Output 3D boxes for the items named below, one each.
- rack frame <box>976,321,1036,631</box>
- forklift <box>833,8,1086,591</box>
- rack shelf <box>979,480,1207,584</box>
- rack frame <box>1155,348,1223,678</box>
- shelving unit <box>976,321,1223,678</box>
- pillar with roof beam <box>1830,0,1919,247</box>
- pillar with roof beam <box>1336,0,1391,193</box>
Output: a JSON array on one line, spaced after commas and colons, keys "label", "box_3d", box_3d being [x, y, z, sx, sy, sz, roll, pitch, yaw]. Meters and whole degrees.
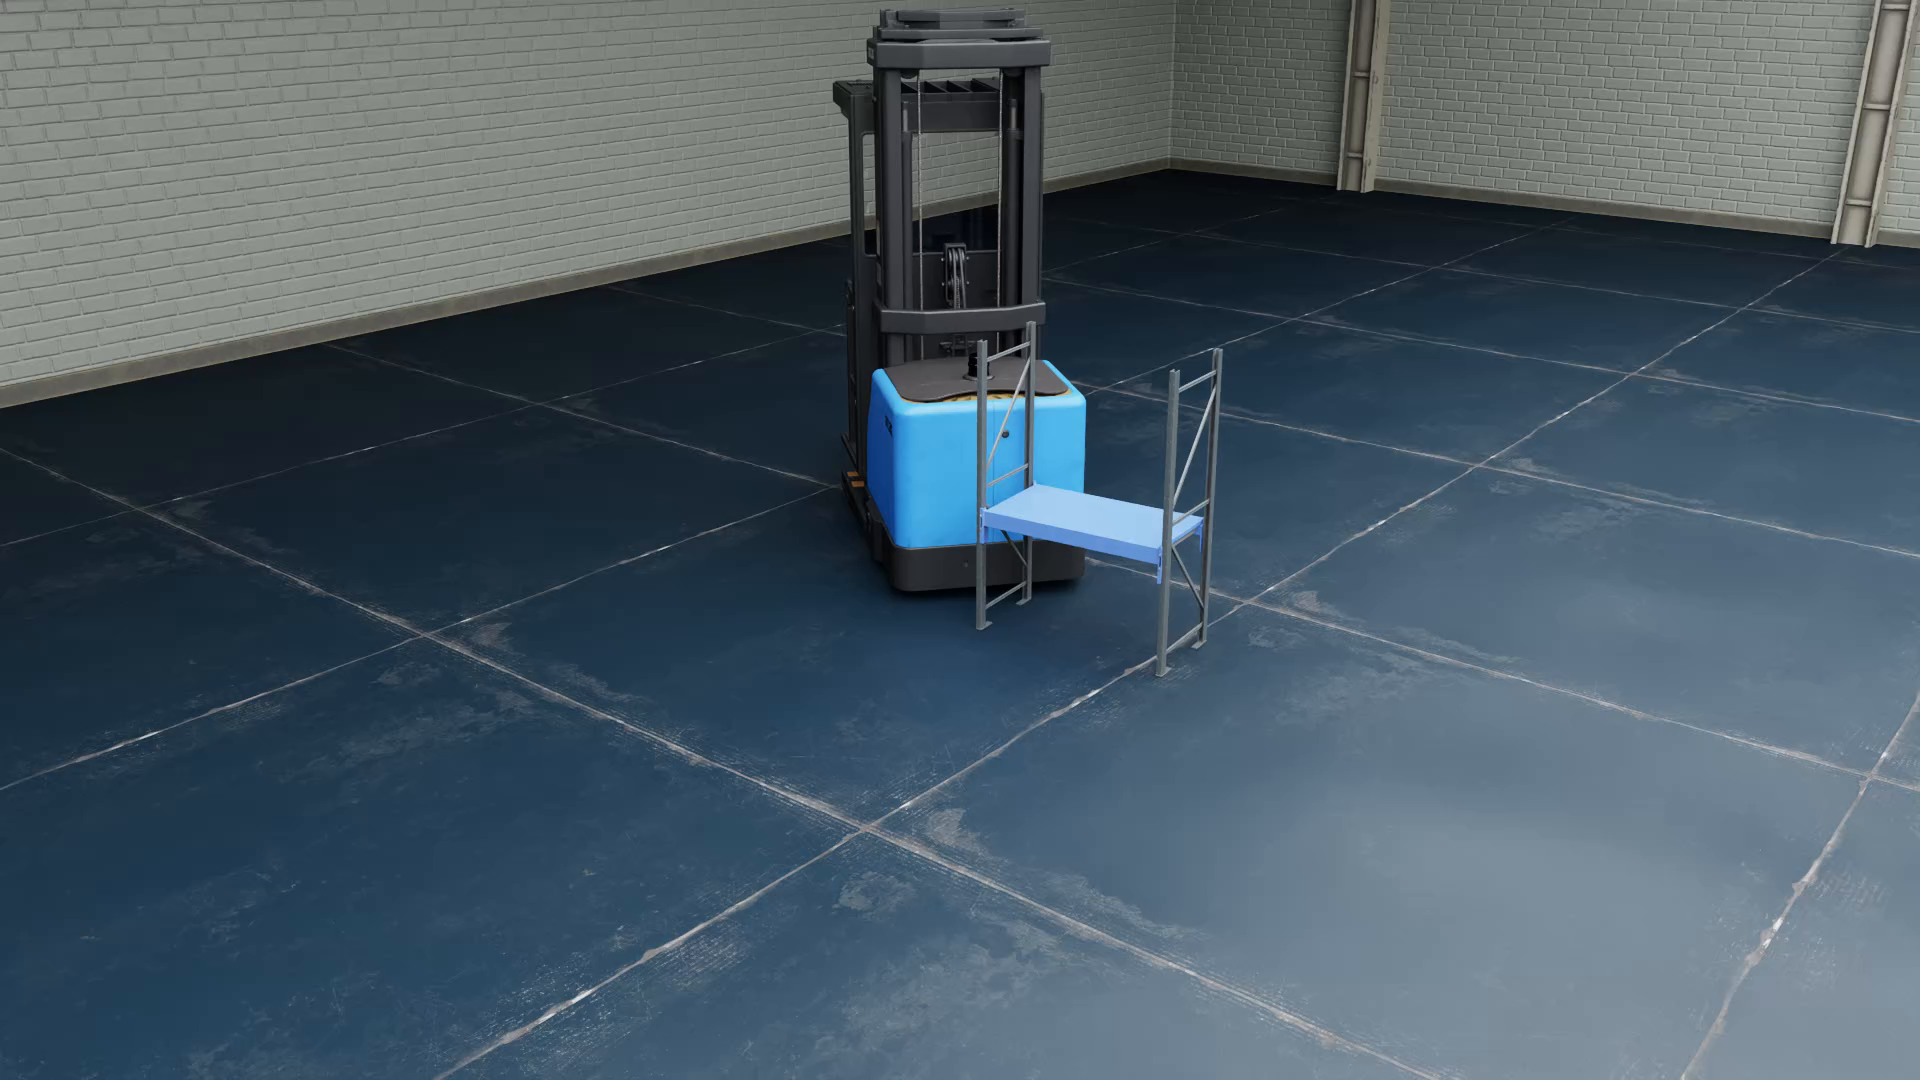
[{"label": "rack frame", "box_3d": [0.230, -0.317, 8.383, 0.032, 1.500, 0.500, 13, 24, 31]}, {"label": "forklift", "box_3d": [-0.124, -1.587, 9.722, 1.130, 2.935, 3.031, -4, 21, -11]}, {"label": "rack shelf", "box_3d": [0.657, -0.051, 8.187, 1.000, 0.185, 0.538, 13, 24, 31]}, {"label": "rack frame", "box_3d": [1.083, -0.121, 7.864, 0.032, 1.500, 0.500, 13, 24, 31]}, {"label": "shelving unit", "box_3d": [0.657, -0.219, 8.124, 1.048, 1.500, 0.538, 13, 24, 31]}, {"label": "pillar with roof beam", "box_3d": [7.133, -6.307, 13.640, 0.400, 9.000, 9.100, 16, 26, 36]}, {"label": "pillar with roof beam", "box_3d": [2.484, -7.646, 17.190, 0.400, 9.000, 9.100, 16, 26, 36]}]
